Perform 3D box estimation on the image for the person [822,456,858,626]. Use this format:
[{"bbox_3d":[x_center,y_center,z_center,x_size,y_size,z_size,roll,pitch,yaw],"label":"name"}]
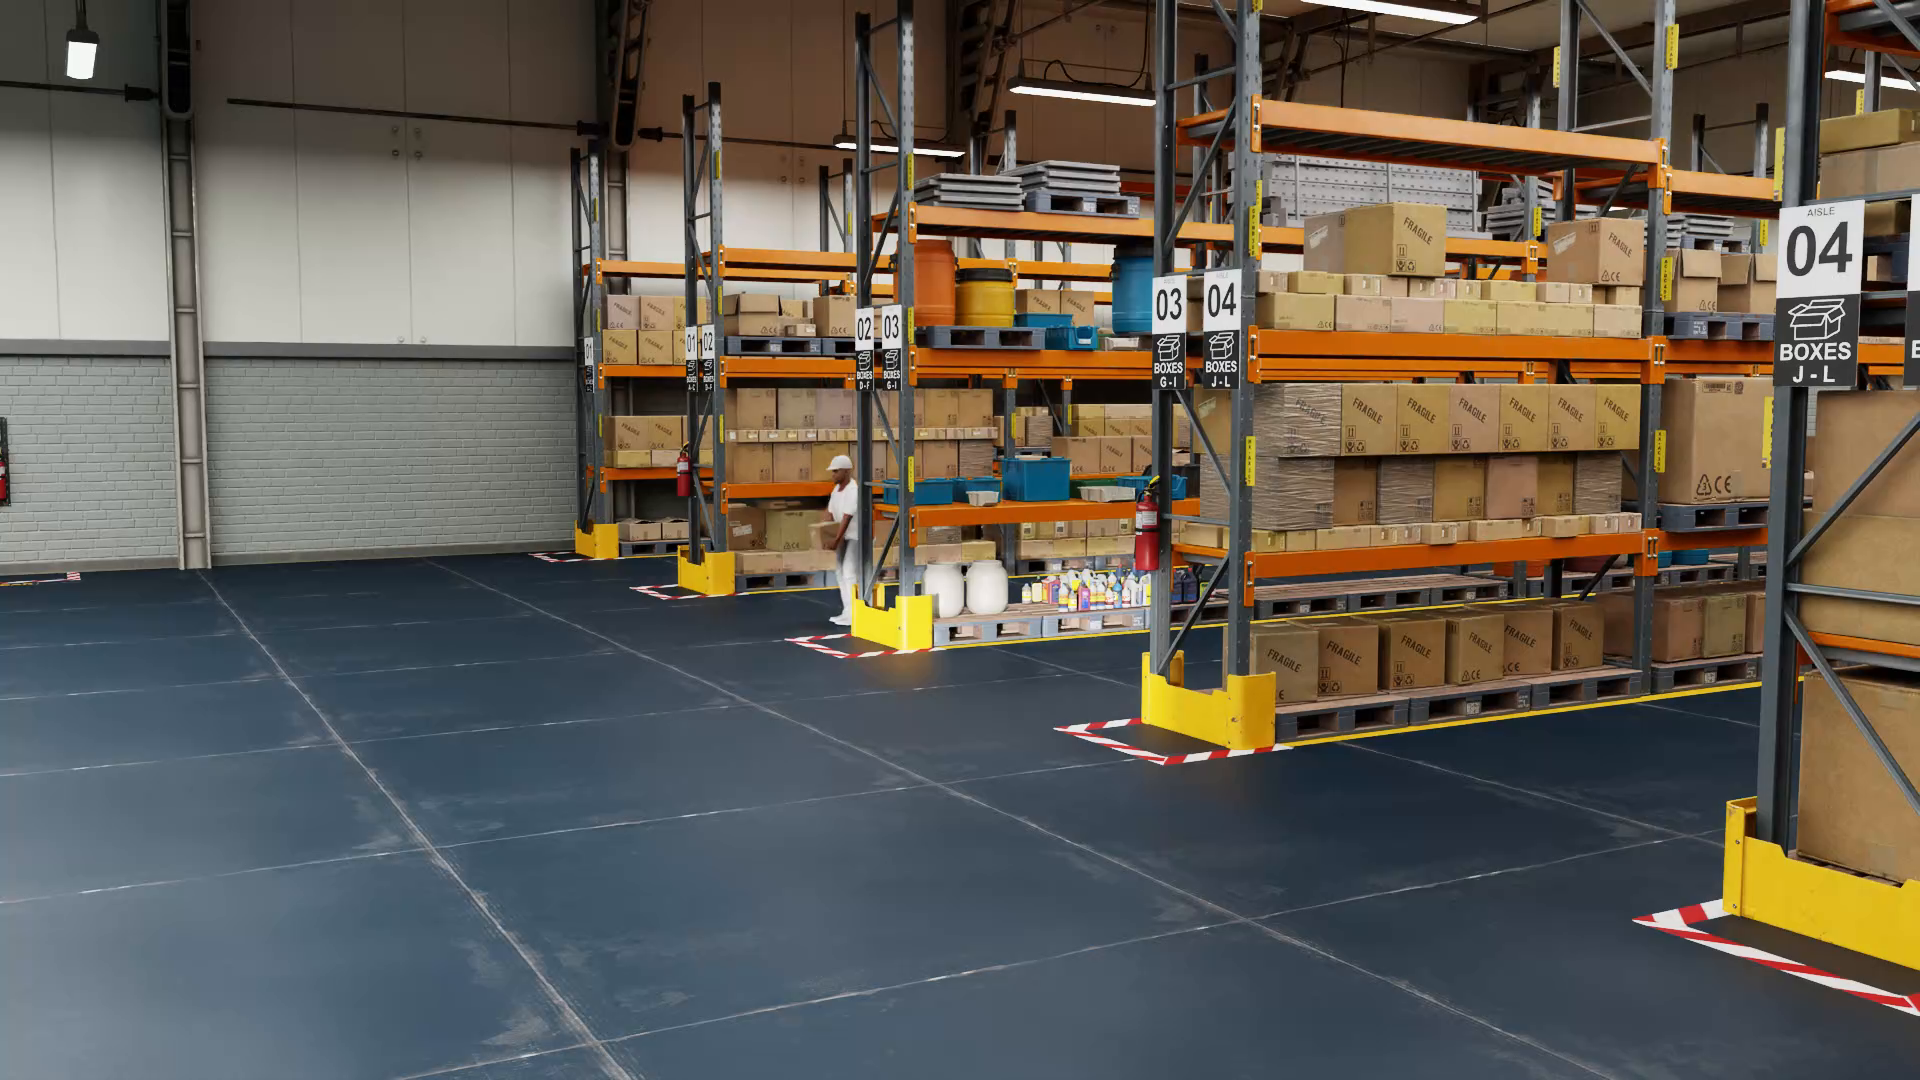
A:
[{"bbox_3d":[-1.208,0.002,17.198,0.586,1.747,0.502,-3,6,-30],"label":"person"}]
